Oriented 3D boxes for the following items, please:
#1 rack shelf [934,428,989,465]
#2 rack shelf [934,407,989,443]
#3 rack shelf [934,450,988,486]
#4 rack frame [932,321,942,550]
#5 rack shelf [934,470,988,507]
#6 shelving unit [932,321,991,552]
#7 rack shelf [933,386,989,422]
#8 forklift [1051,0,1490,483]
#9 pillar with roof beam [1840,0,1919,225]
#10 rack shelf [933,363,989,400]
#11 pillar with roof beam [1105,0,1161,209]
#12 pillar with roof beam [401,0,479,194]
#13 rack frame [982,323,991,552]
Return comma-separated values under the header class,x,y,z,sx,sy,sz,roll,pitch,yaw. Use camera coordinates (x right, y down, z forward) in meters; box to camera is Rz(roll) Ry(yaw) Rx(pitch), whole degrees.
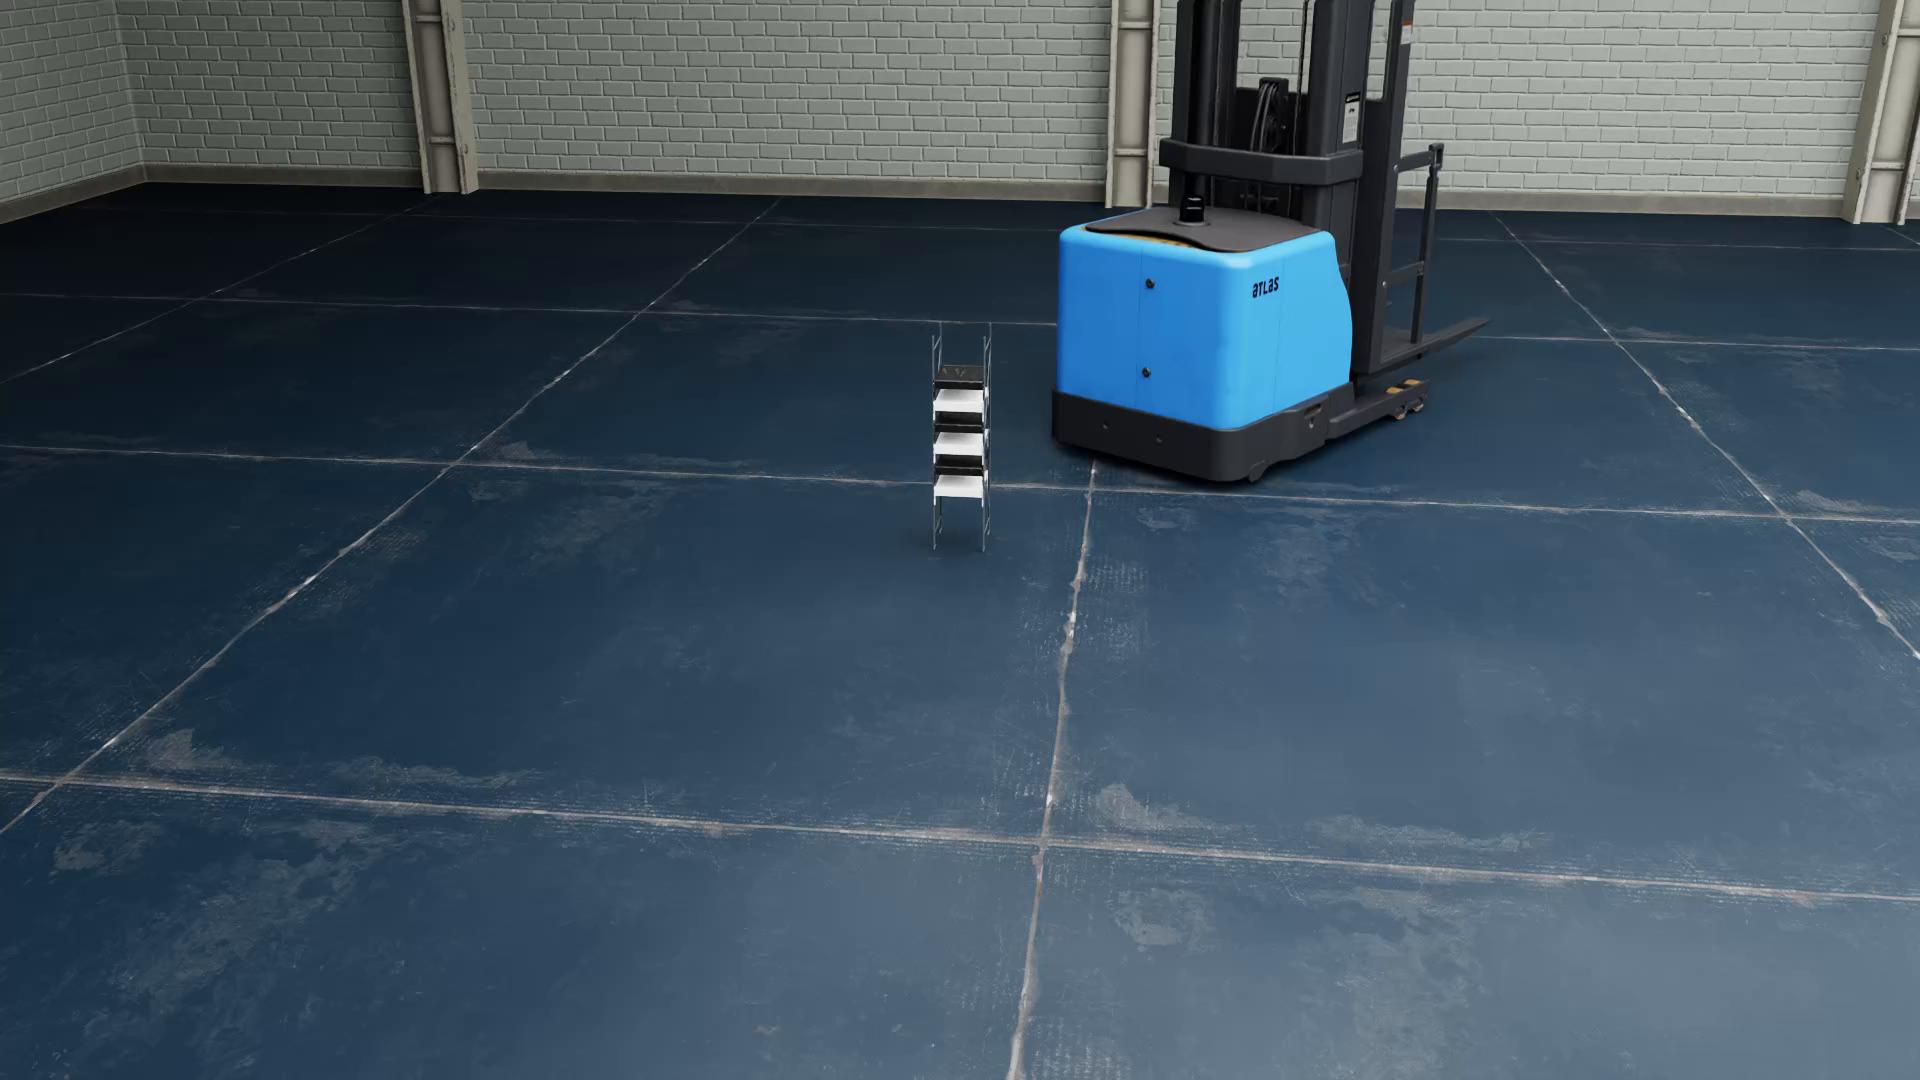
class,x,y,z,sx,sy,sz,roll,pitch,yaw
rack shelf,0.008,-0.387,6.786,0.200,0.077,0.258,2,22,6
rack shelf,0.008,-0.471,6.753,0.200,0.077,0.258,2,22,6
rack shelf,0.008,-0.303,6.819,0.200,0.077,0.258,2,22,6
rack frame,-0.093,-0.423,6.785,0.006,0.900,0.240,2,22,6
rack shelf,0.008,-0.220,6.852,0.200,0.077,0.258,2,22,6
shelving unit,0.008,-0.418,6.773,0.210,0.900,0.258,2,22,6
rack shelf,0.008,-0.555,6.720,0.200,0.077,0.258,2,22,6
forklift,1.790,-2.084,8.225,1.130,2.935,3.031,18,28,38
pillar with roof beam,6.888,-5.204,7.864,0.400,9.000,9.100,2,22,6
rack shelf,0.008,-0.638,6.686,0.200,0.077,0.258,2,22,6
pillar with roof beam,0.930,-5.464,8.520,0.400,9.000,9.100,2,22,6
pillar with roof beam,-5.028,-5.723,9.177,0.400,9.000,9.100,2,22,6
rack frame,0.109,-0.414,6.762,0.006,0.900,0.240,2,22,6
